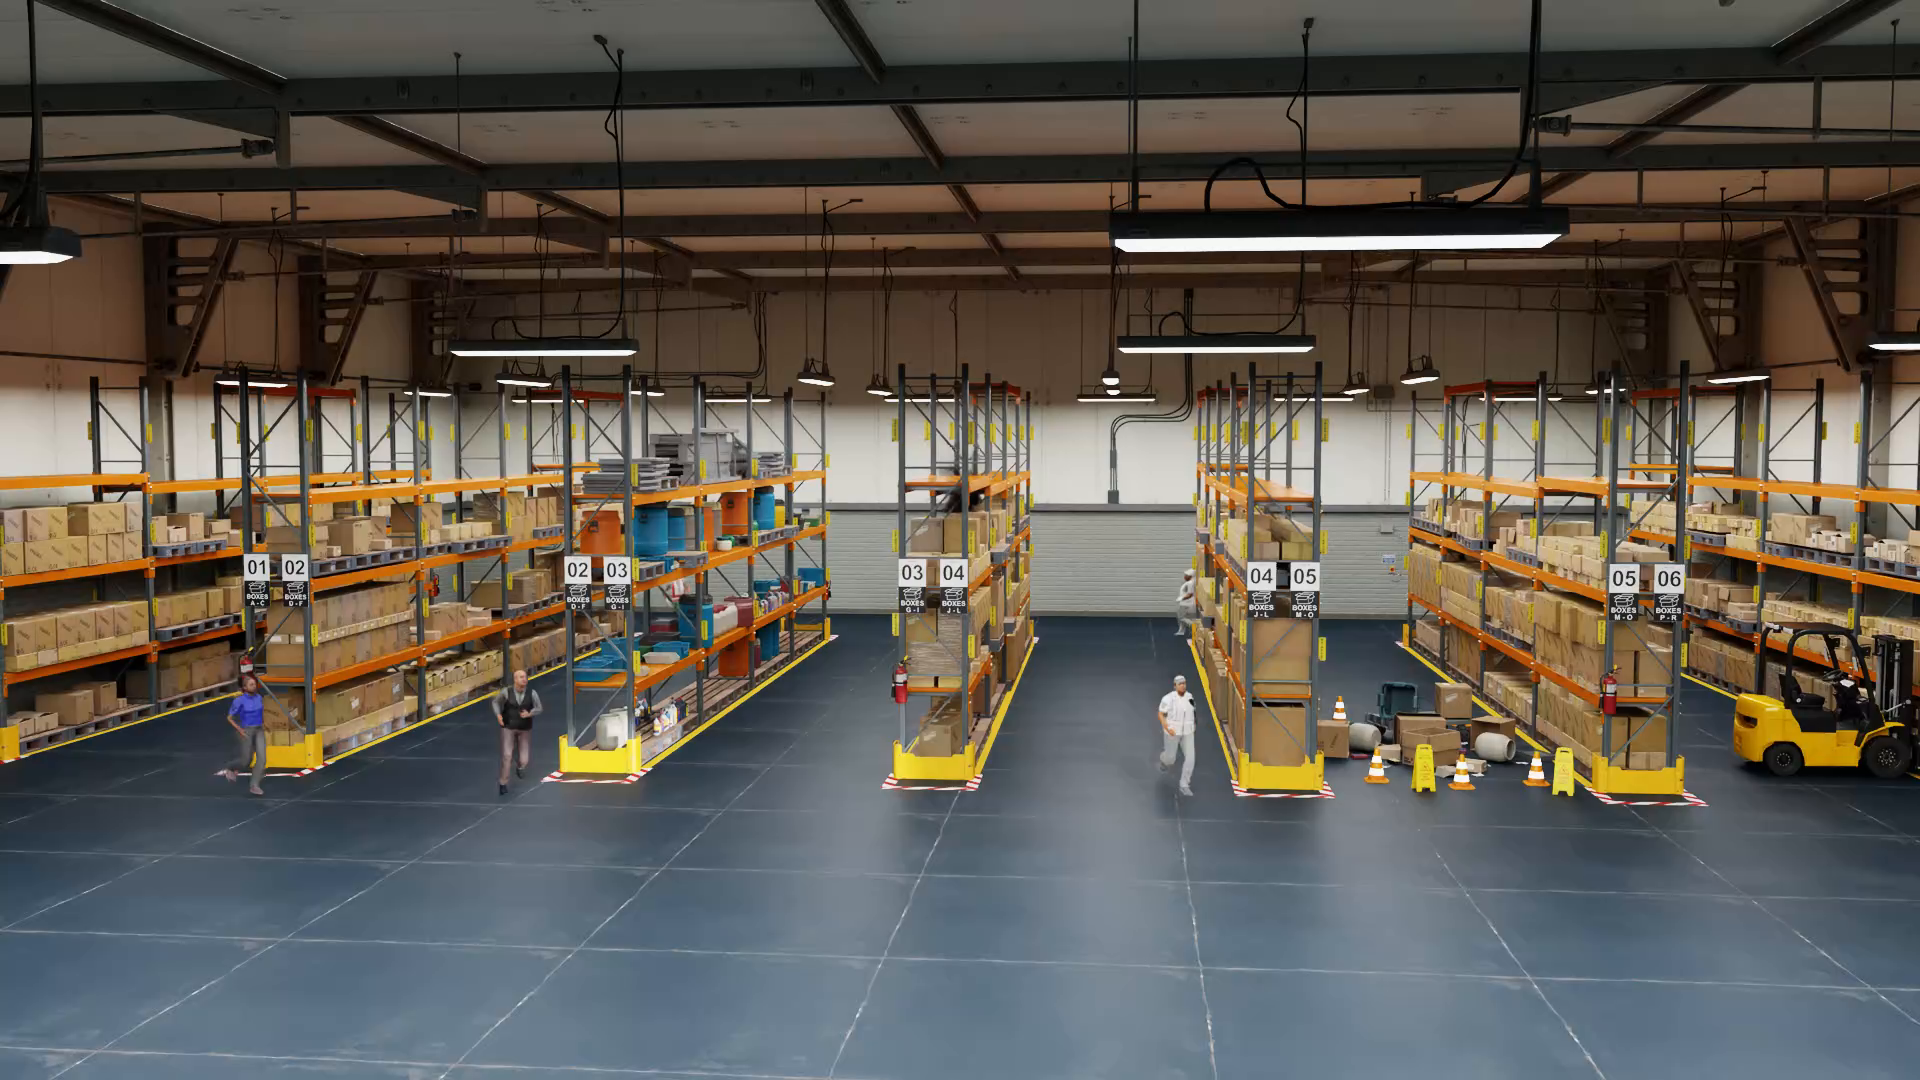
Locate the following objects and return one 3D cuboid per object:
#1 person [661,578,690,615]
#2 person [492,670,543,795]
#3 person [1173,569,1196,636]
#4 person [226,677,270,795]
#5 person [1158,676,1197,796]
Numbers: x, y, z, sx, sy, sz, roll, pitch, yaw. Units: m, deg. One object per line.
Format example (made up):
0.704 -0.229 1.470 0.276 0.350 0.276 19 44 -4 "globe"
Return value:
-6.890 1.519 40.752 0.717 1.724 0.583 -2 4 -33 "person"
-6.239 2.683 23.478 0.686 1.675 0.820 -1 4 -22 "person"
5.515 1.507 40.766 0.707 1.621 0.767 1 4 19 "person"
-9.918 2.724 23.213 0.729 1.612 0.597 2 4 33 "person"
3.065 2.717 23.332 0.601 1.644 0.850 -1 4 -10 "person"
